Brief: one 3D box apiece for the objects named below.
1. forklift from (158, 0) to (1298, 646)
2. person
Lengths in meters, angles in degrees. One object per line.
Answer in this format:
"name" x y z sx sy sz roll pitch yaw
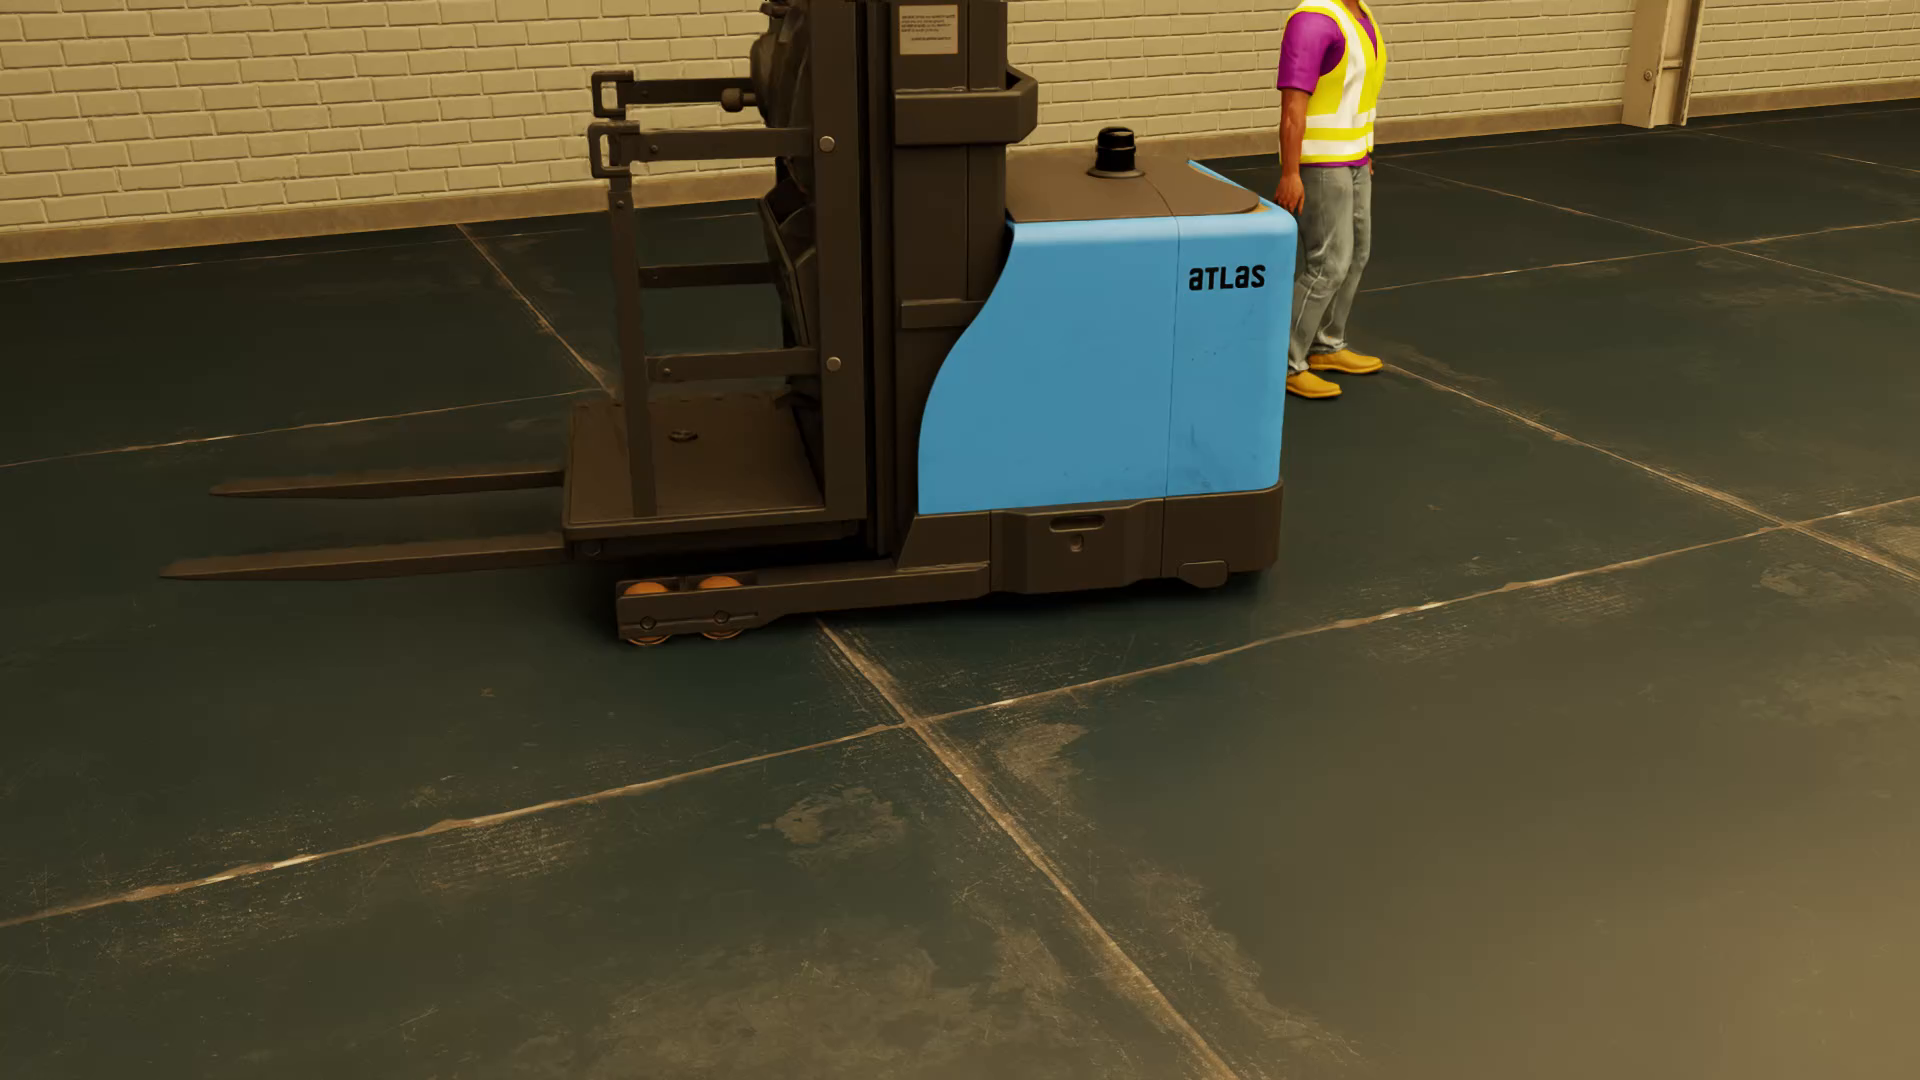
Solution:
"forklift" -0.655 -1.292 4.396 3.031 2.935 1.130 -4 23 -10
"person" 1.420 -1.432 6.268 0.393 1.757 0.756 11 25 25
